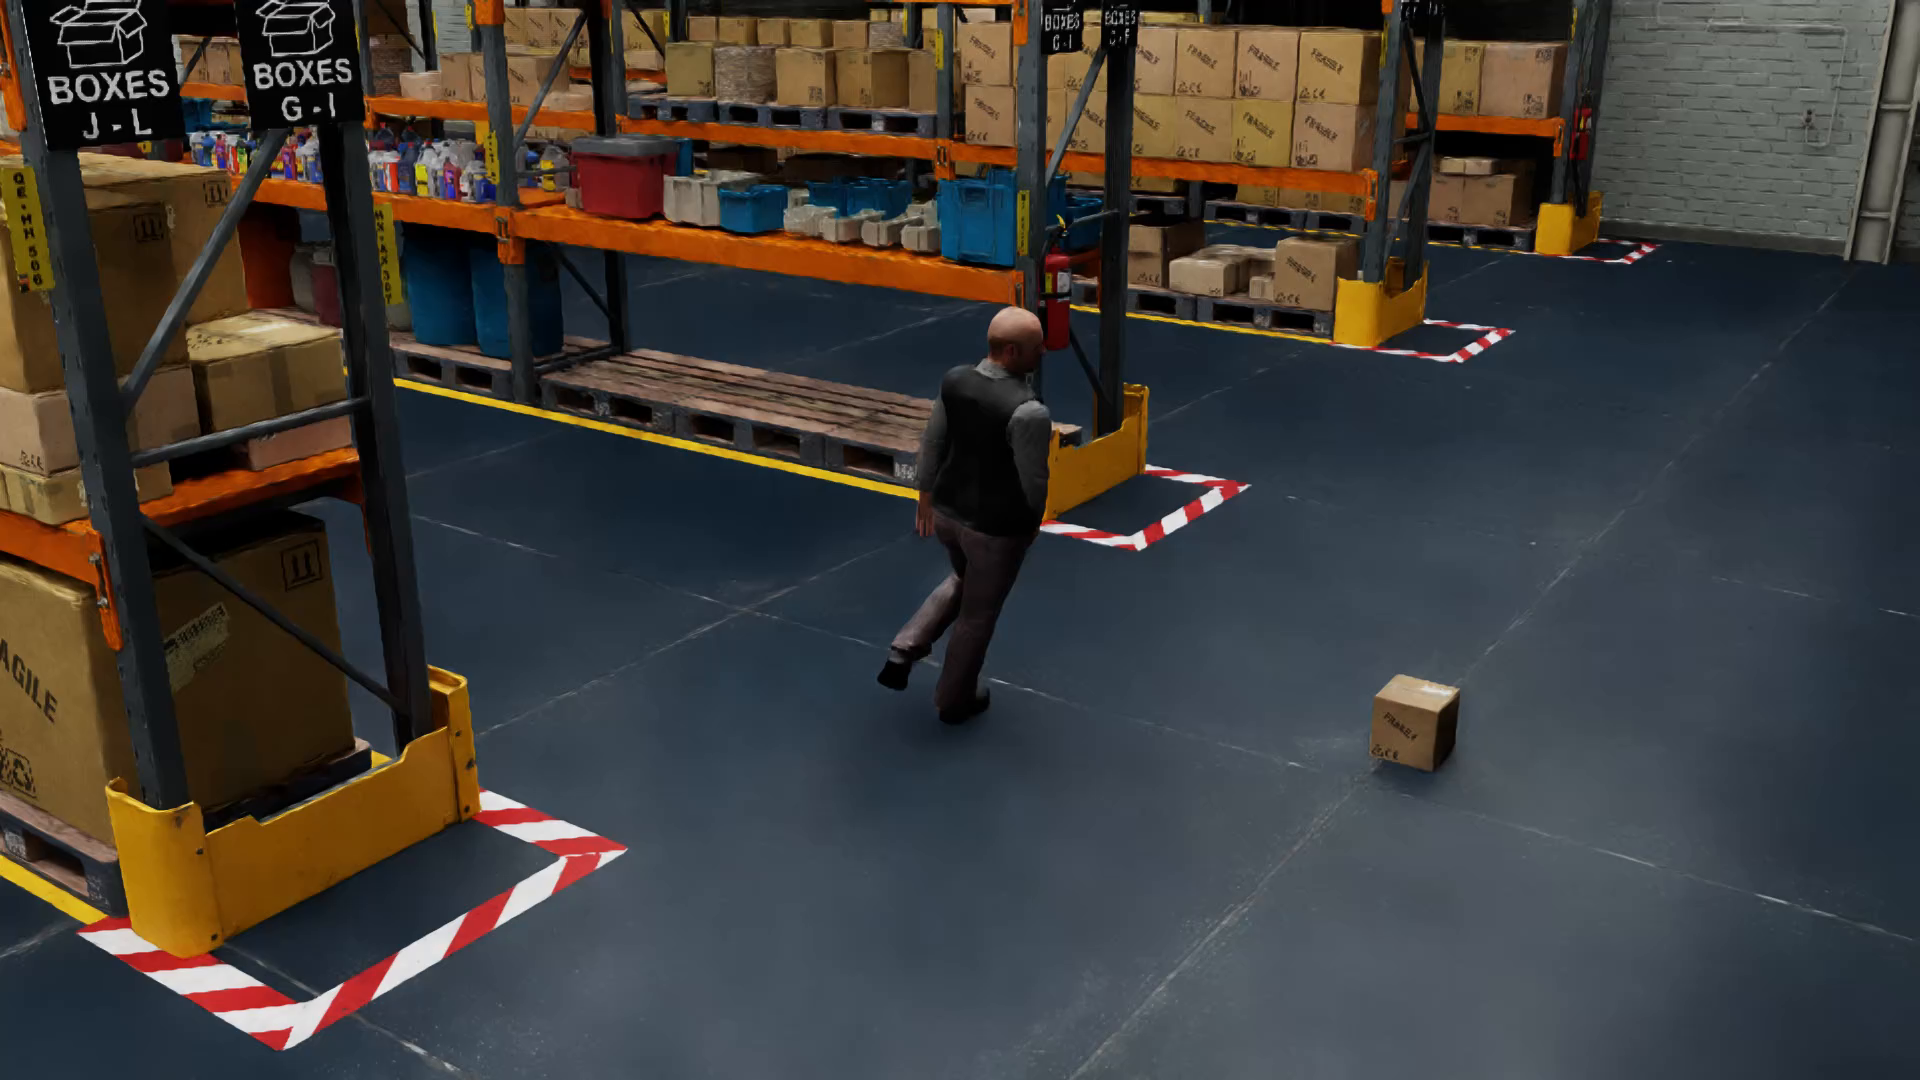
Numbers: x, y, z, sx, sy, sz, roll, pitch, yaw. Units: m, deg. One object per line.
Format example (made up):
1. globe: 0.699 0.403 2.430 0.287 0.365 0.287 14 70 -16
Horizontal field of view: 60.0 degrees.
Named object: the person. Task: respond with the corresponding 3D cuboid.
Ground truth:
1. person: 0.048 -0.066 6.309 0.500 1.695 0.728 -18 26 -41
